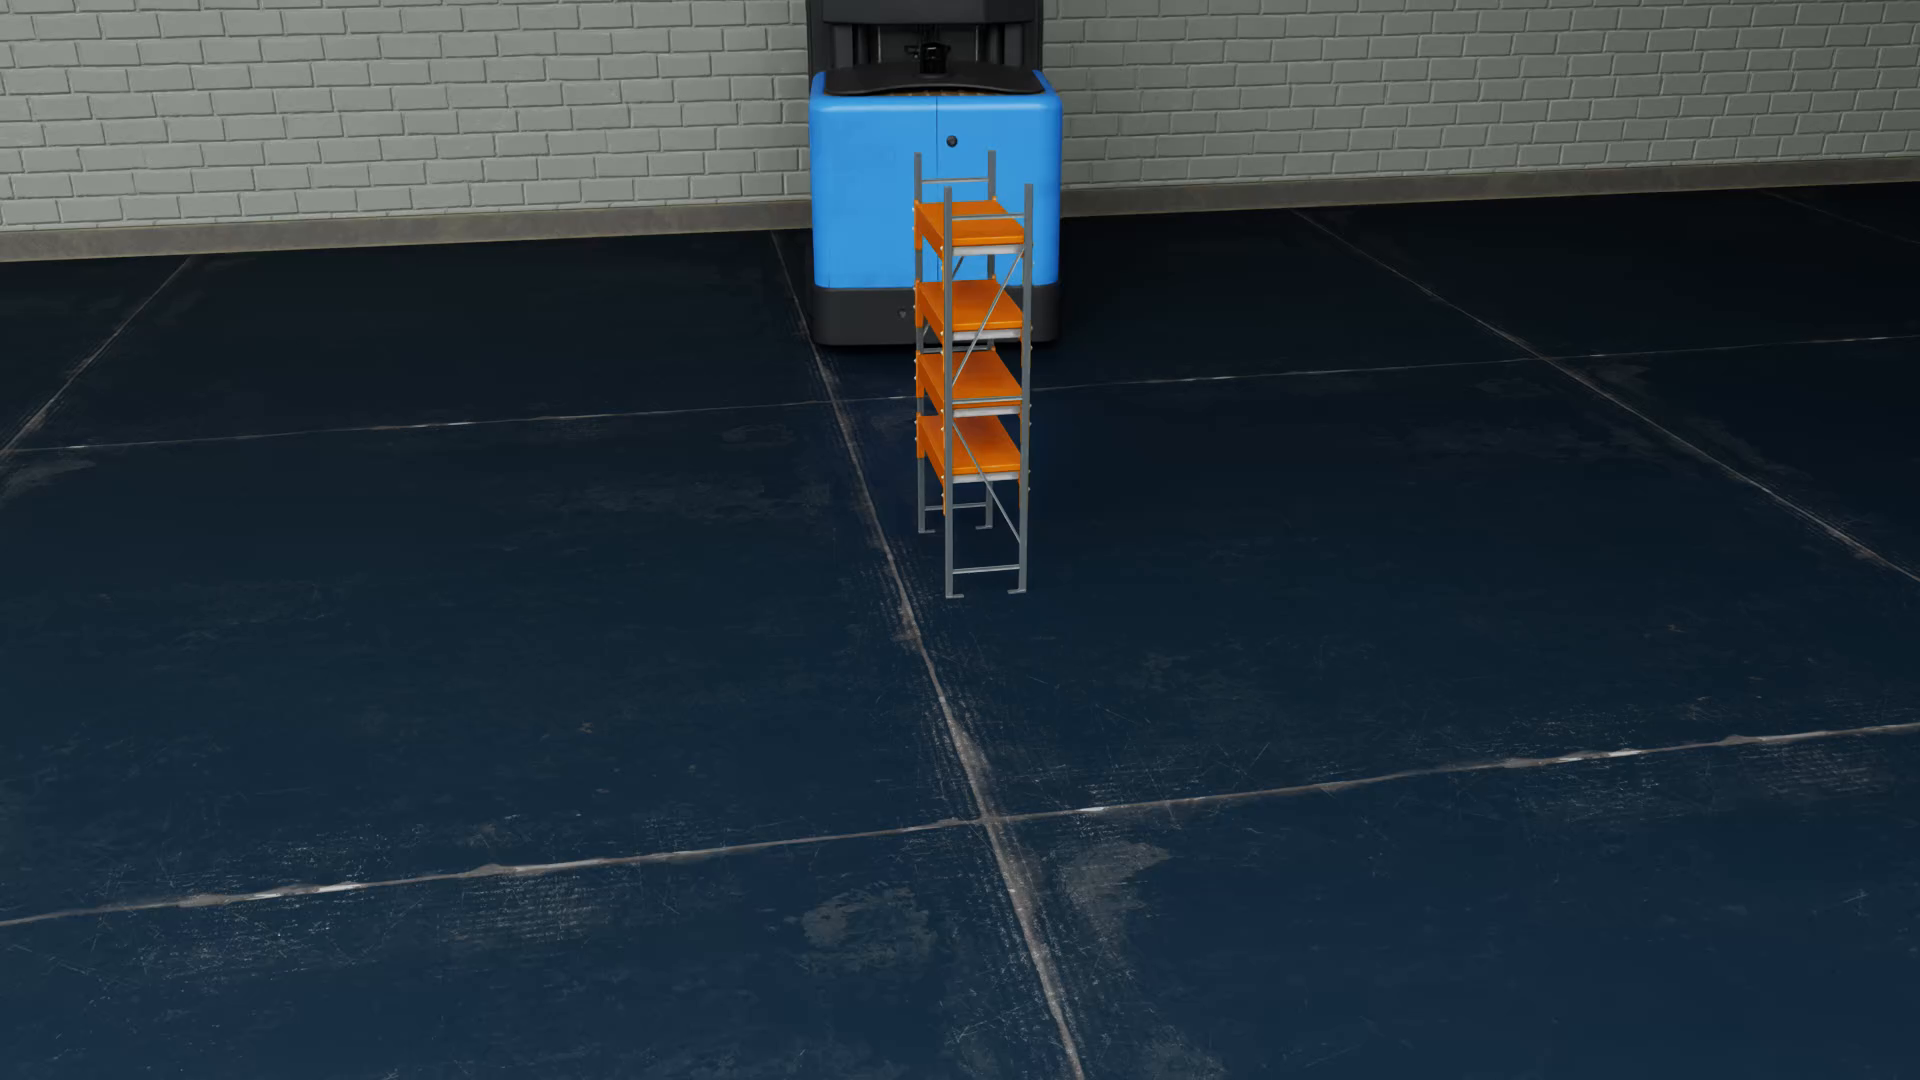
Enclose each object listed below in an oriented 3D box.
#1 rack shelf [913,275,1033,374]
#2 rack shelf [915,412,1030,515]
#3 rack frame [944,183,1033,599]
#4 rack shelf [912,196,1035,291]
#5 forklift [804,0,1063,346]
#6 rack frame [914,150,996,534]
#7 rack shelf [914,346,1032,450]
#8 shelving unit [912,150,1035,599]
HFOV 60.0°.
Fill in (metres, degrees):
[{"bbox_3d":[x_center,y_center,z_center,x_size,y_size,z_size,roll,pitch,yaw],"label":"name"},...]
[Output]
[{"bbox_3d":[0.031,-0.628,4.798,0.258,0.148,0.480,-4,24,-10],"label":"rack shelf"},{"bbox_3d":[0.031,-0.241,4.967,0.258,0.148,0.480,-4,24,-10],"label":"rack shelf"},{"bbox_3d":[0.076,-0.389,4.641,0.240,1.200,0.015,-4,24,-10],"label":"rack frame"},{"bbox_3d":[0.031,-0.845,4.704,0.258,0.148,0.480,-4,24,-10],"label":"rack shelf"},{"bbox_3d":[-0.176,-2.701,7.772,1.130,2.935,3.031,-1,24,-3],"label":"forklift"},{"bbox_3d":[-0.015,-0.581,5.081,0.240,1.200,0.015,-4,24,-10],"label":"rack frame"},{"bbox_3d":[0.031,-0.423,4.888,0.258,0.148,0.480,-4,24,-10],"label":"rack shelf"},{"bbox_3d":[0.031,-0.485,4.861,0.258,1.200,0.503,-4,24,-10],"label":"shelving unit"}]
